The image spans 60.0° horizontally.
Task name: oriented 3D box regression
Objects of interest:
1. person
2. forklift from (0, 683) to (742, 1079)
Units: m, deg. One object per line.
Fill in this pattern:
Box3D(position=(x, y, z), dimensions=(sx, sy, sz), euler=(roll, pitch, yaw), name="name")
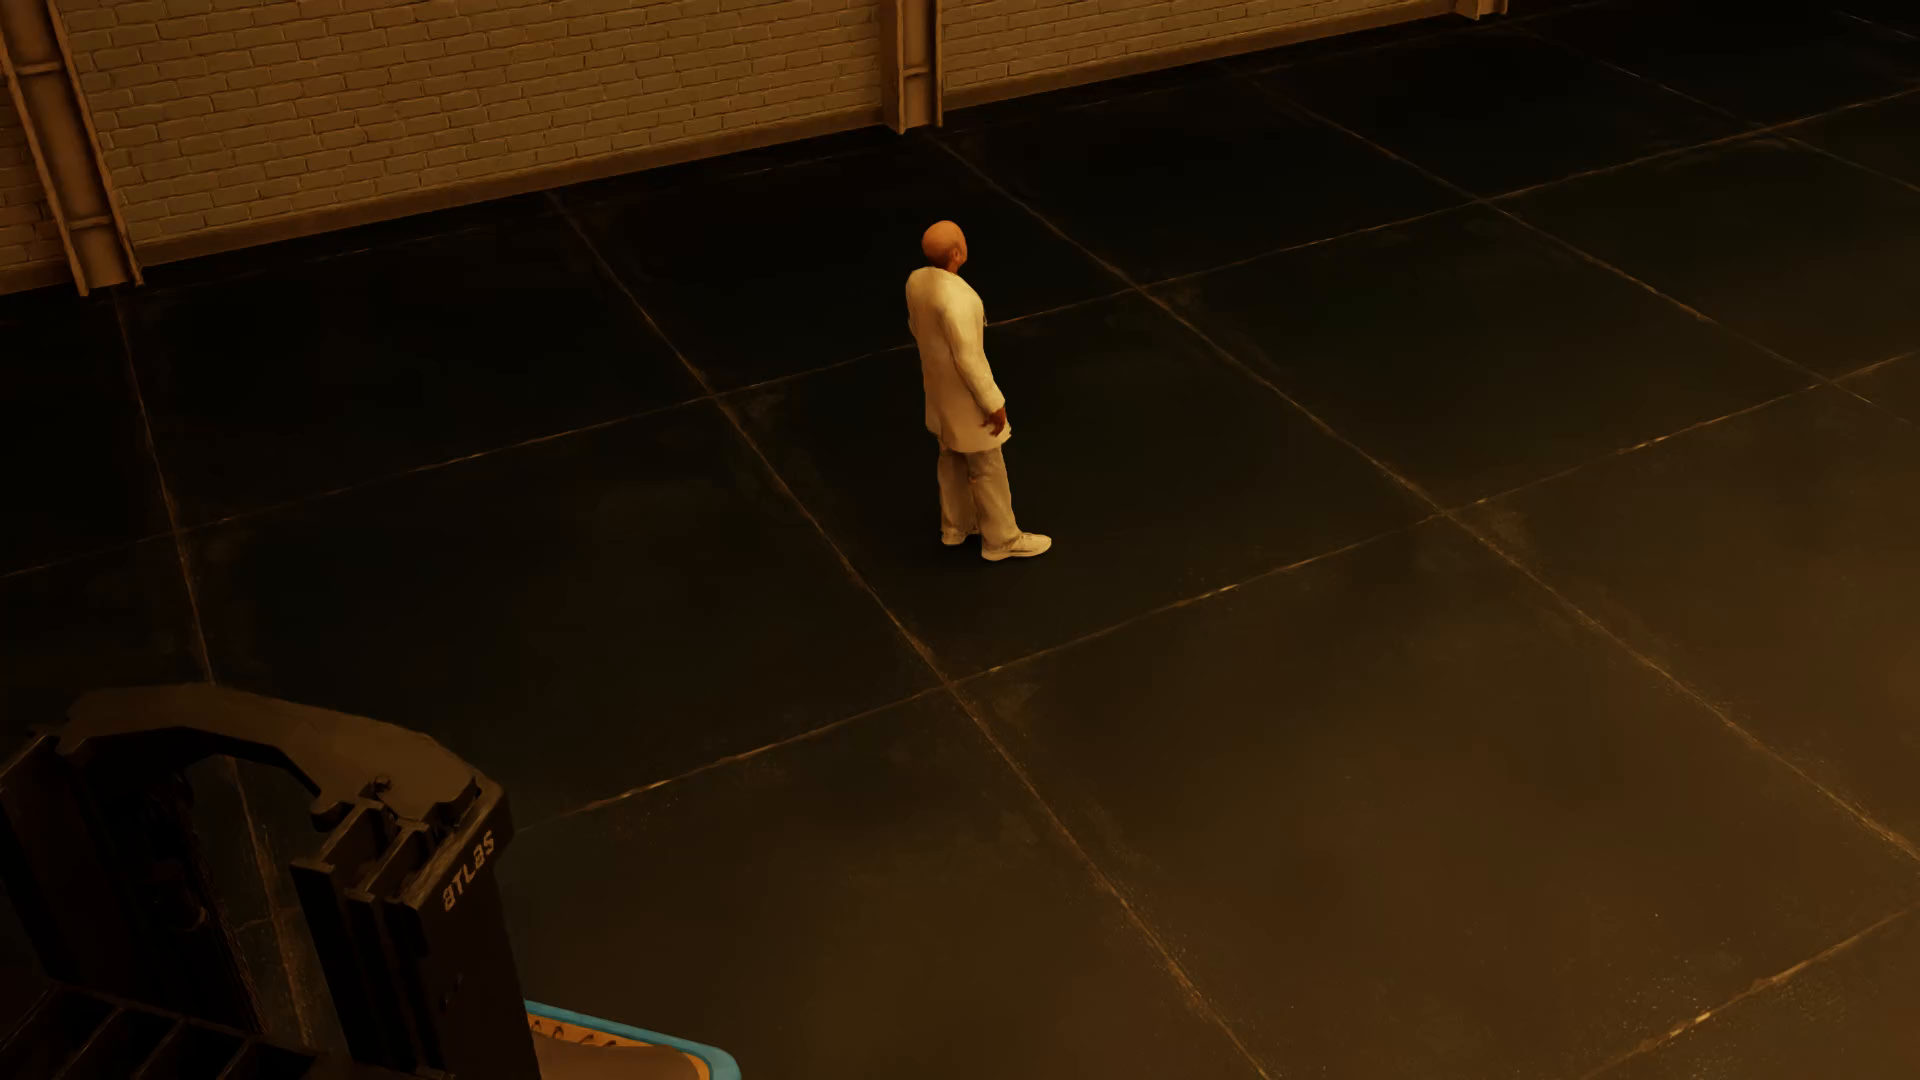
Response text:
Box3D(position=(0.082, -0.754, 8.177), dimensions=(0.579, 1.776, 0.694), euler=(-17, 39, -23), name="person")
Box3D(position=(-1.512, 1.880, 3.463), dimensions=(1.130, 2.935, 3.031), euler=(10, 36, 13), name="forklift")
